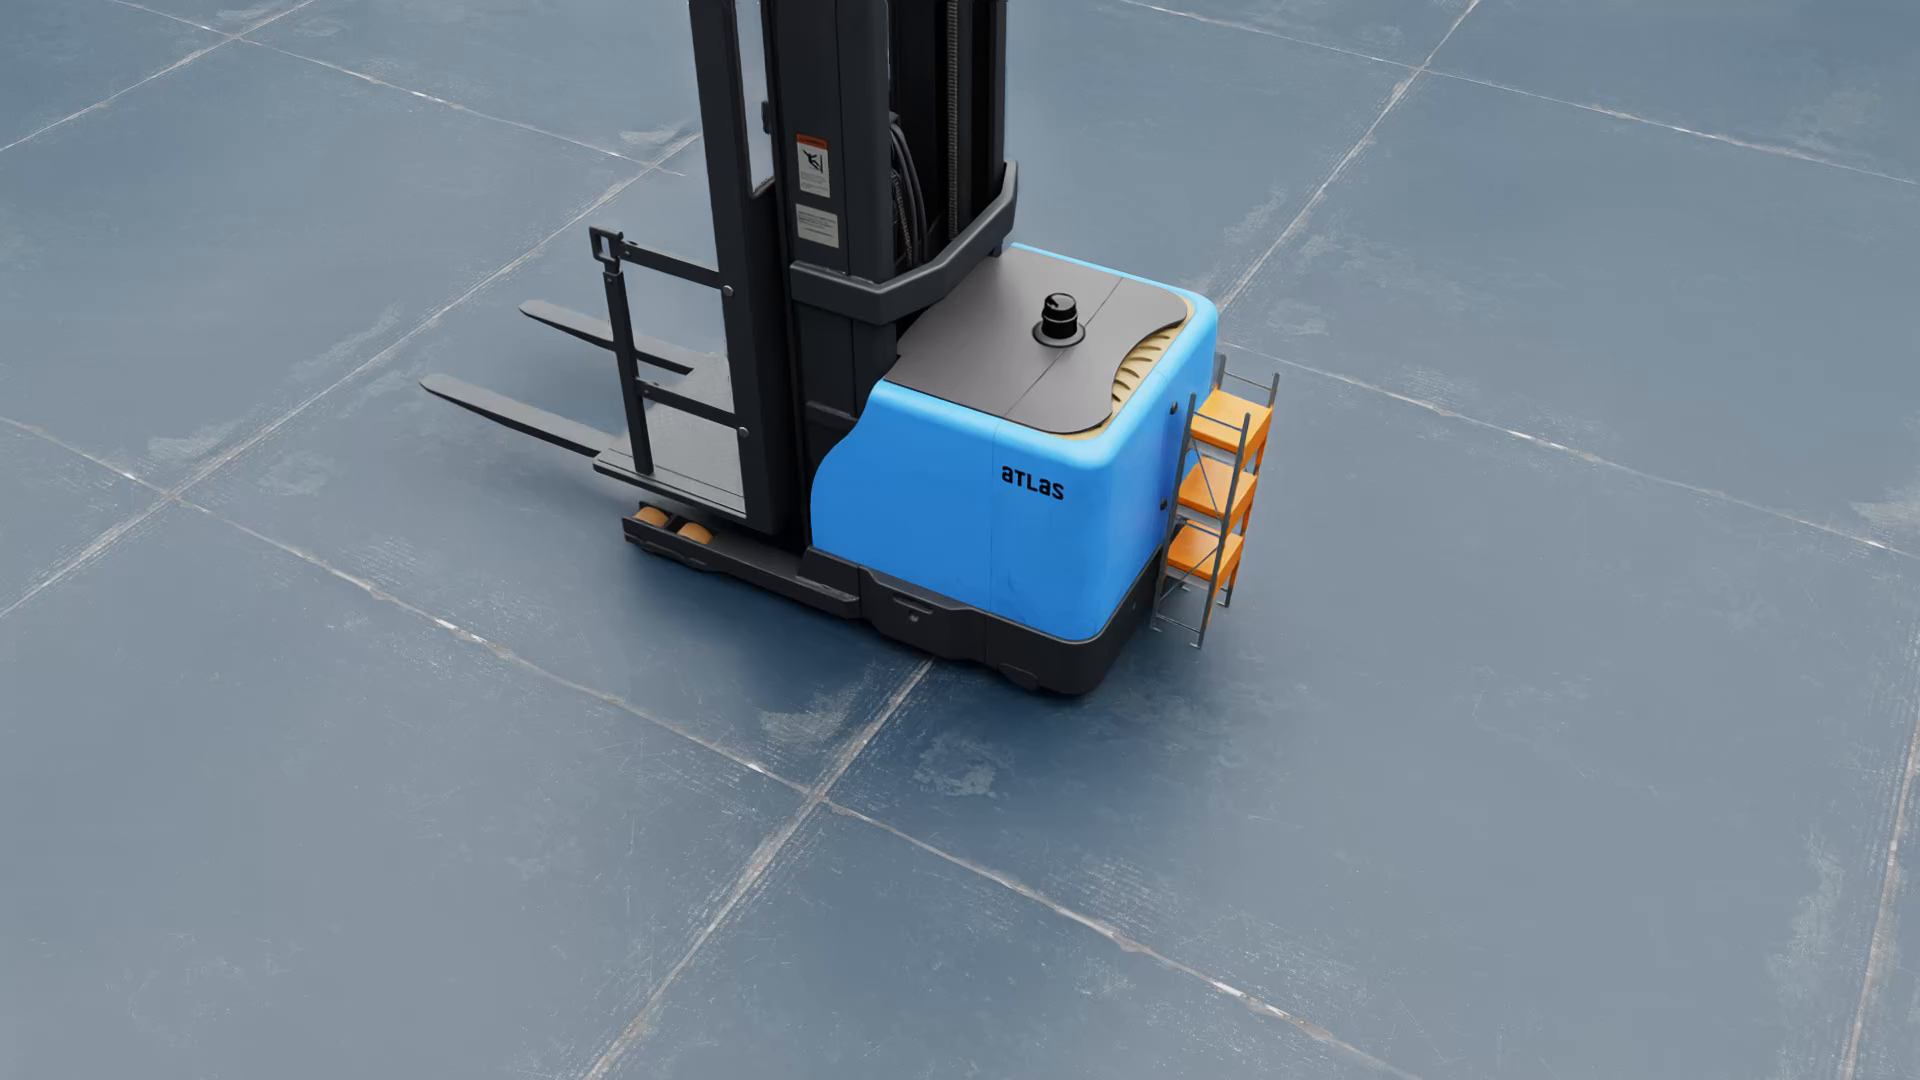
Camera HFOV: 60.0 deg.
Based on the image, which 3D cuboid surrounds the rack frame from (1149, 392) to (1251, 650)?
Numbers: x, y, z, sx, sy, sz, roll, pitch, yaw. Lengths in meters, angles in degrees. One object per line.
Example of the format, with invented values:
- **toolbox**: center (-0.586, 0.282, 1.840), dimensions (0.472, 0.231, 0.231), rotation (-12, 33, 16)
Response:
- **rack frame**: center (0.782, -0.039, 5.491), dimensions (0.200, 1.050, 0.008), rotation (23, 46, 20)

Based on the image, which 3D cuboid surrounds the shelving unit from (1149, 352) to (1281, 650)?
- **shelving unit**: center (0.842, -0.109, 5.571), dimensions (0.215, 1.050, 0.252), rotation (23, 46, 20)

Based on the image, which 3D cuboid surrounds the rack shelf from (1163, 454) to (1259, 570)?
- **rack shelf**: center (0.842, -0.101, 5.578), dimensions (0.215, 0.259, 0.240), rotation (23, 46, 20)

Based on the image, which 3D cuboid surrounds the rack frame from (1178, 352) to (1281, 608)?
- **rack frame**: center (0.903, -0.179, 5.650), dimensions (0.200, 1.050, 0.008), rotation (23, 46, 20)

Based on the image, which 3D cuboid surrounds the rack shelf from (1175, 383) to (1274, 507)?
- **rack shelf**: center (0.855, -0.309, 5.385), dimensions (0.215, 0.259, 0.240), rotation (23, 46, 20)

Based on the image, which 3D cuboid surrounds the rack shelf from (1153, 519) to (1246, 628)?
- **rack shelf**: center (0.829, 0.102, 5.767), dimensions (0.215, 0.259, 0.240), rotation (23, 46, 20)

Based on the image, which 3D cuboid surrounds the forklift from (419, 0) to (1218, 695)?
- **forklift**: center (-0.667, -1.282, 5.488), dimensions (3.031, 2.935, 1.130), rotation (20, 45, 21)
